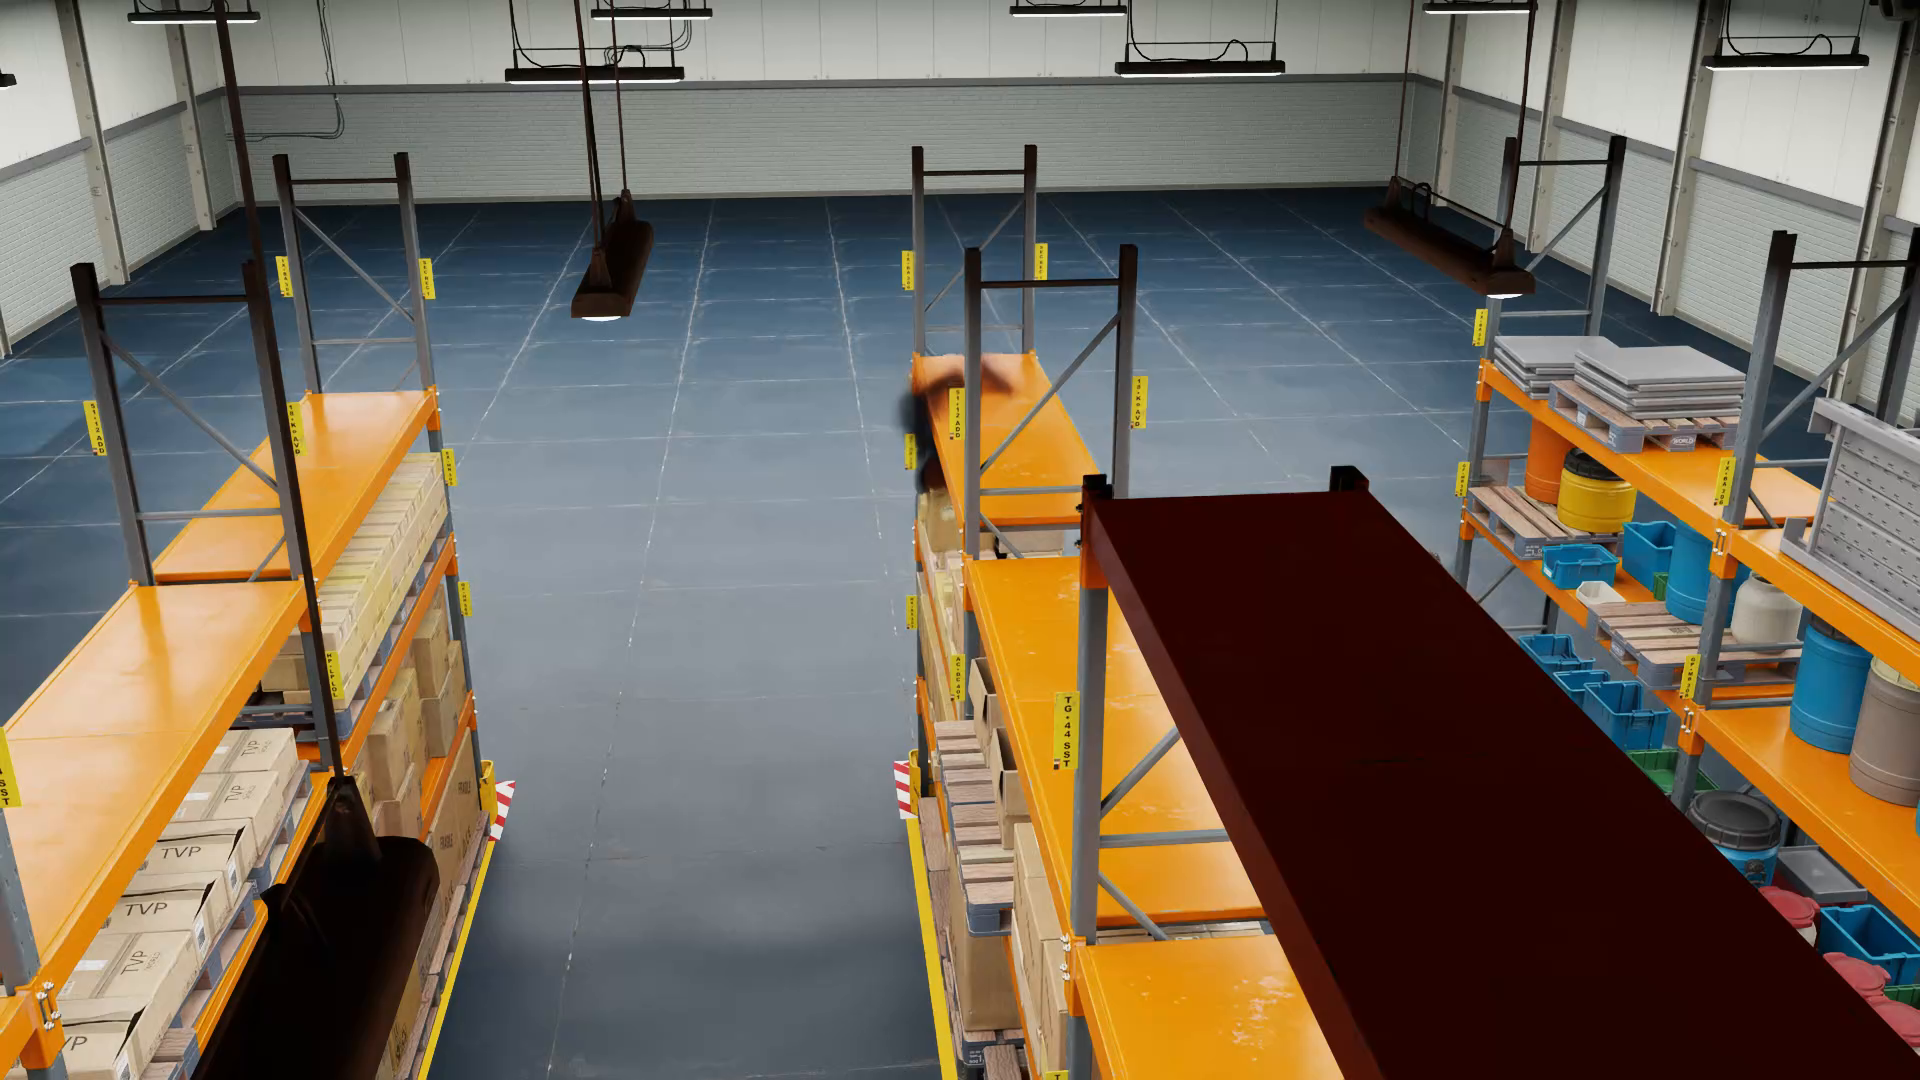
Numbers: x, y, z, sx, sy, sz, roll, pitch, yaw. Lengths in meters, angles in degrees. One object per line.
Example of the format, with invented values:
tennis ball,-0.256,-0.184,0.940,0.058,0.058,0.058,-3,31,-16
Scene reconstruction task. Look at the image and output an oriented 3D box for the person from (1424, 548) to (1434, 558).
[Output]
person,4.700,0.856,17.284,0.620,1.624,0.593,15,26,34
